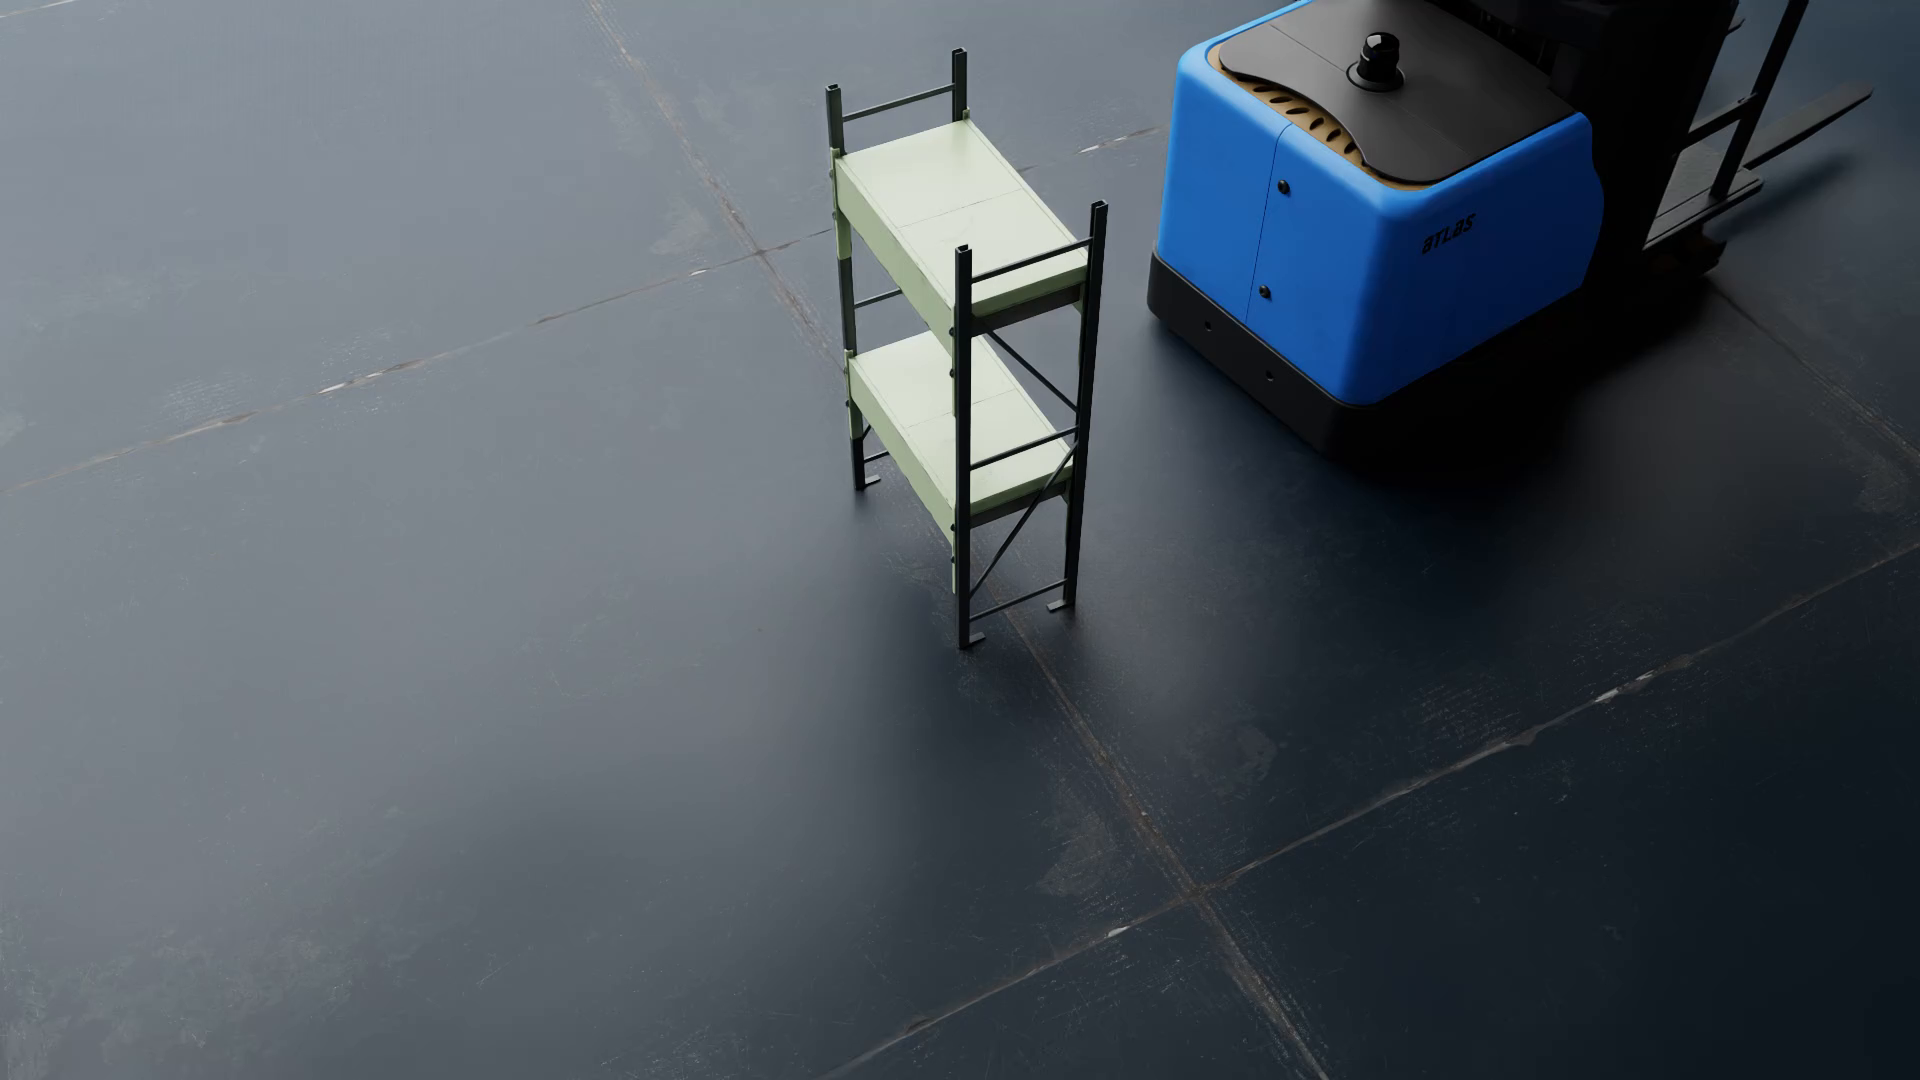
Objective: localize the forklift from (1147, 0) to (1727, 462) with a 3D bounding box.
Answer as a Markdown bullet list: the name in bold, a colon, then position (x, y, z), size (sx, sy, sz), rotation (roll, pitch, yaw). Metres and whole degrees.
- **forklift**: position (2.154, -2.123, 5.160), size (3.031, 2.935, 1.130), rotation (-29, 55, -23)

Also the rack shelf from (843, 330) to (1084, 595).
- **rack shelf**: position (0.003, -0.275, 4.927), size (0.431, 0.370, 0.720), rotation (-21, 52, -18)

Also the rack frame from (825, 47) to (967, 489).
- **rack frame**: position (-0.164, -0.734, 4.896), size (0.400, 1.500, 0.023), rotation (-21, 52, -18)

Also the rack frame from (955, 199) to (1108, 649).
- **rack frame**: position (0.171, -0.244, 4.467), size (0.400, 1.500, 0.023), rotation (-21, 52, -18)

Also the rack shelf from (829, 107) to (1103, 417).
- **rack shelf**: position (0.003, -0.746, 4.388), size (0.431, 0.370, 0.720), rotation (-21, 52, -18)

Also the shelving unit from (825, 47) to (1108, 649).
- **shelving unit**: position (0.003, -0.489, 4.682), size (0.431, 1.500, 0.755), rotation (-21, 52, -18)
